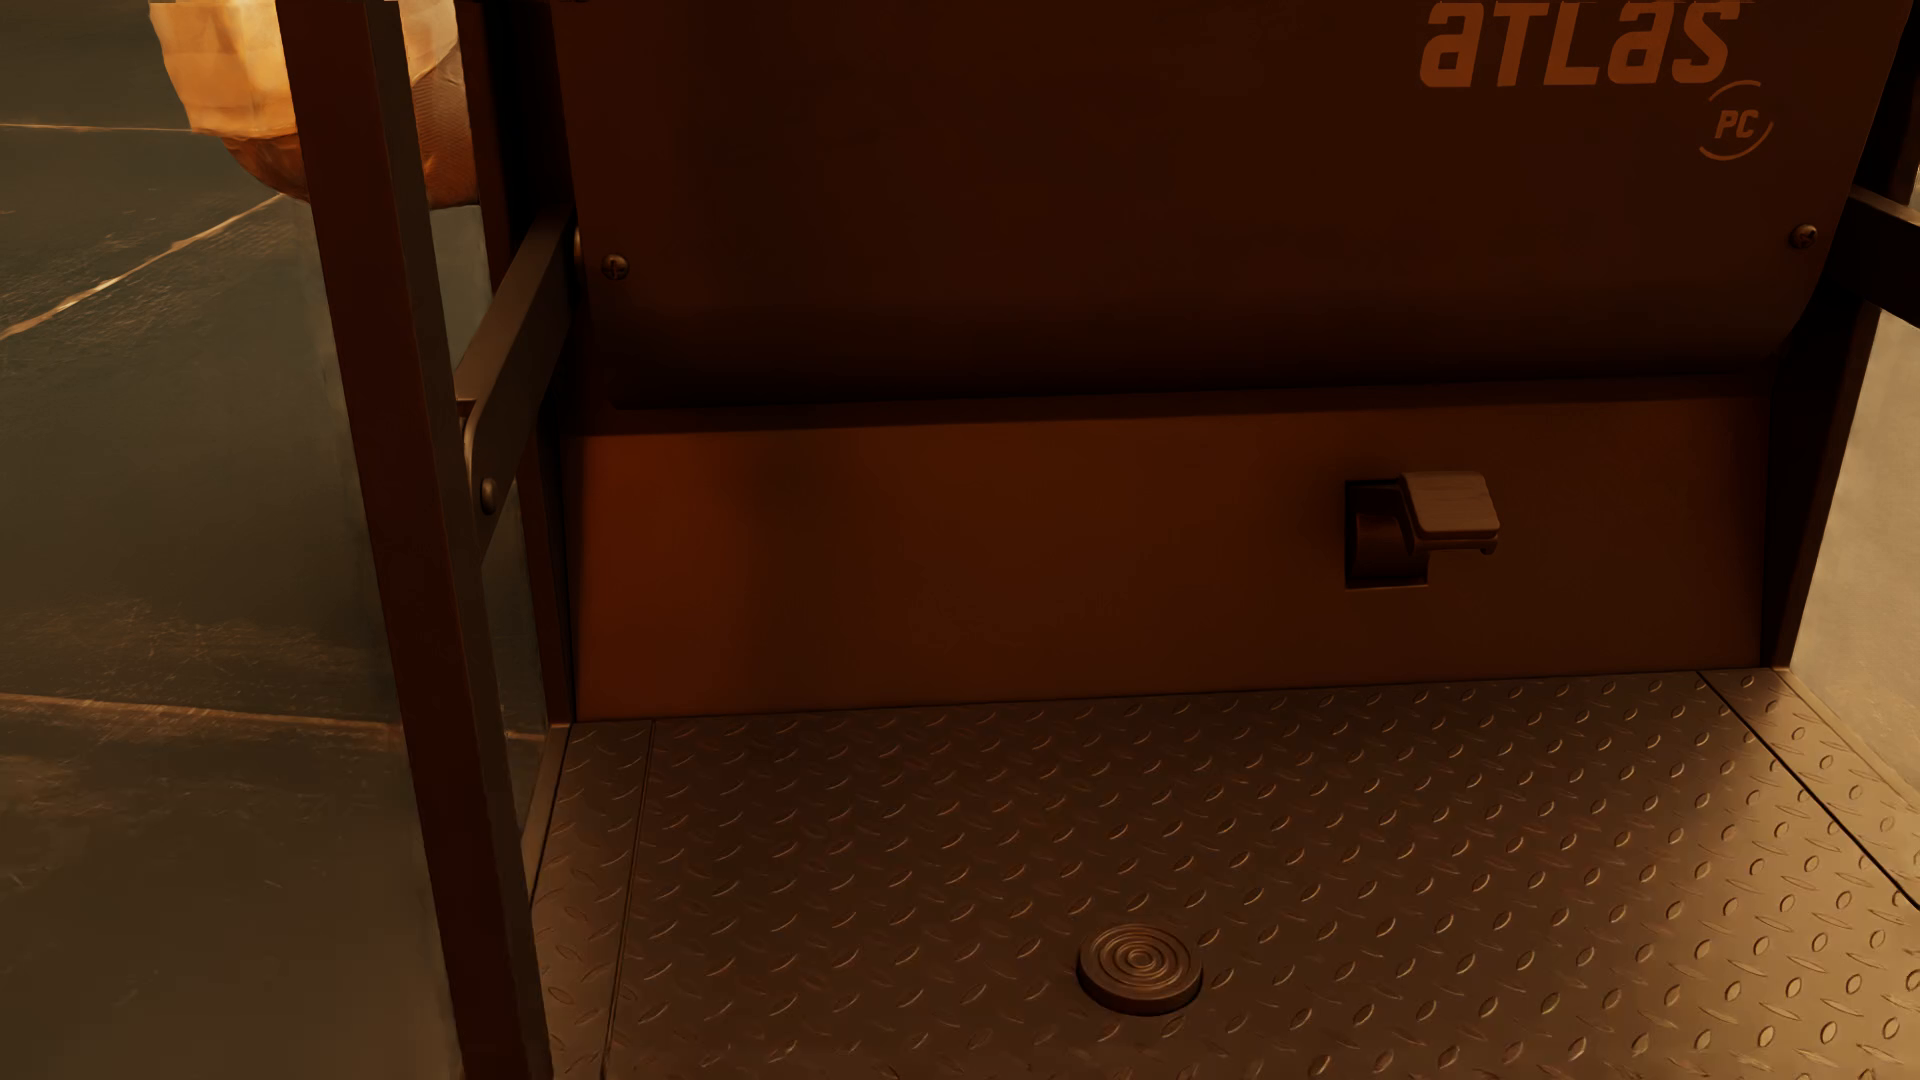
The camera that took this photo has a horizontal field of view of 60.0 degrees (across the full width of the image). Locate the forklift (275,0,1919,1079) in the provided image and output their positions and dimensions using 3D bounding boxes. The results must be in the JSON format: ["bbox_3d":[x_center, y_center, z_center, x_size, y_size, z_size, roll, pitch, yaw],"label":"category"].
[{"bbox_3d":[0.213,-0.767,0.754,1.130,2.935,3.031,-2,27,-4],"label":"forklift"}]

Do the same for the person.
[{"bbox_3d":[-0.668,-0.770,2.429,0.782,1.565,0.921,21,34,36],"label":"person"}]
